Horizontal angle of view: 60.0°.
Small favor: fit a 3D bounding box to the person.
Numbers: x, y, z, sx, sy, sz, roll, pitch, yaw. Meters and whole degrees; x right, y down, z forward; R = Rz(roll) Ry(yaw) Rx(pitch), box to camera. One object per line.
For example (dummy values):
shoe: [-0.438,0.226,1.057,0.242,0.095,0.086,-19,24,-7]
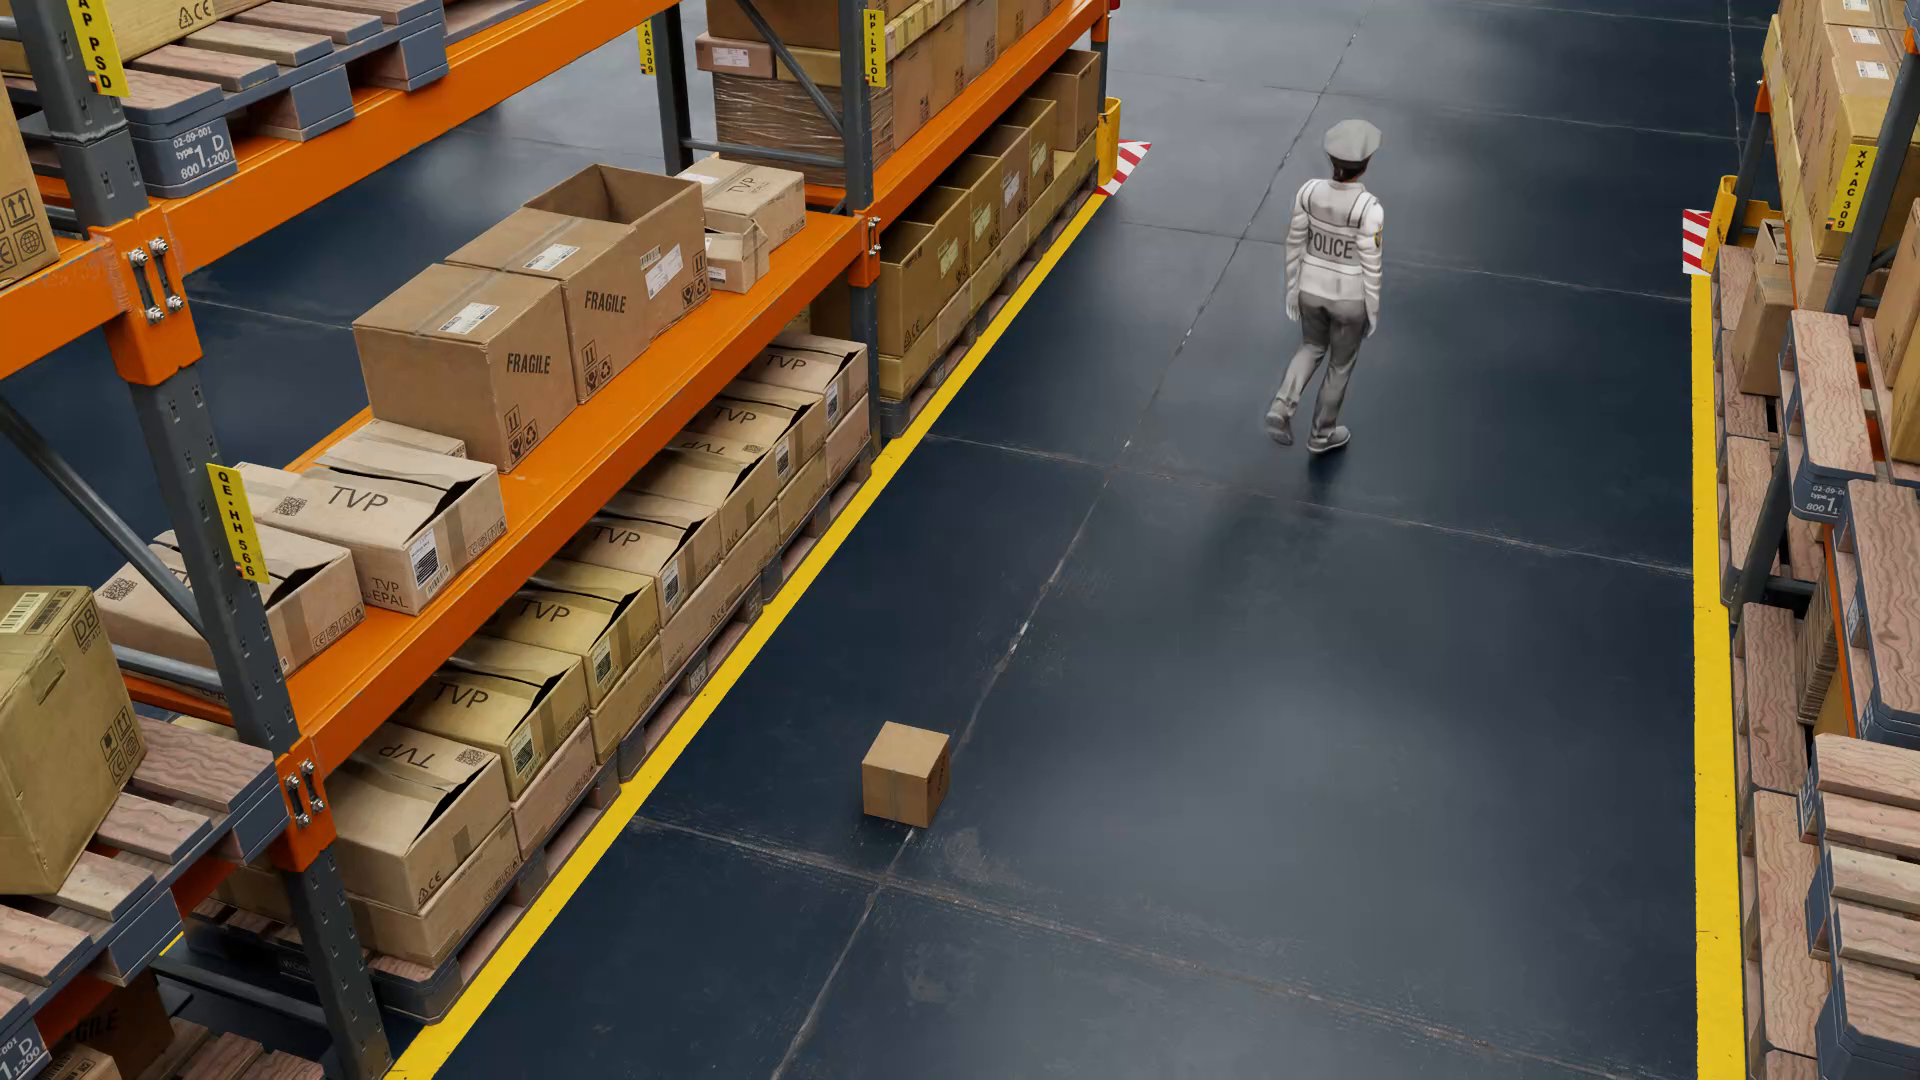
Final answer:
person: [1.735,-1.147,7.812,0.485,1.679,0.511,27,42,35]
